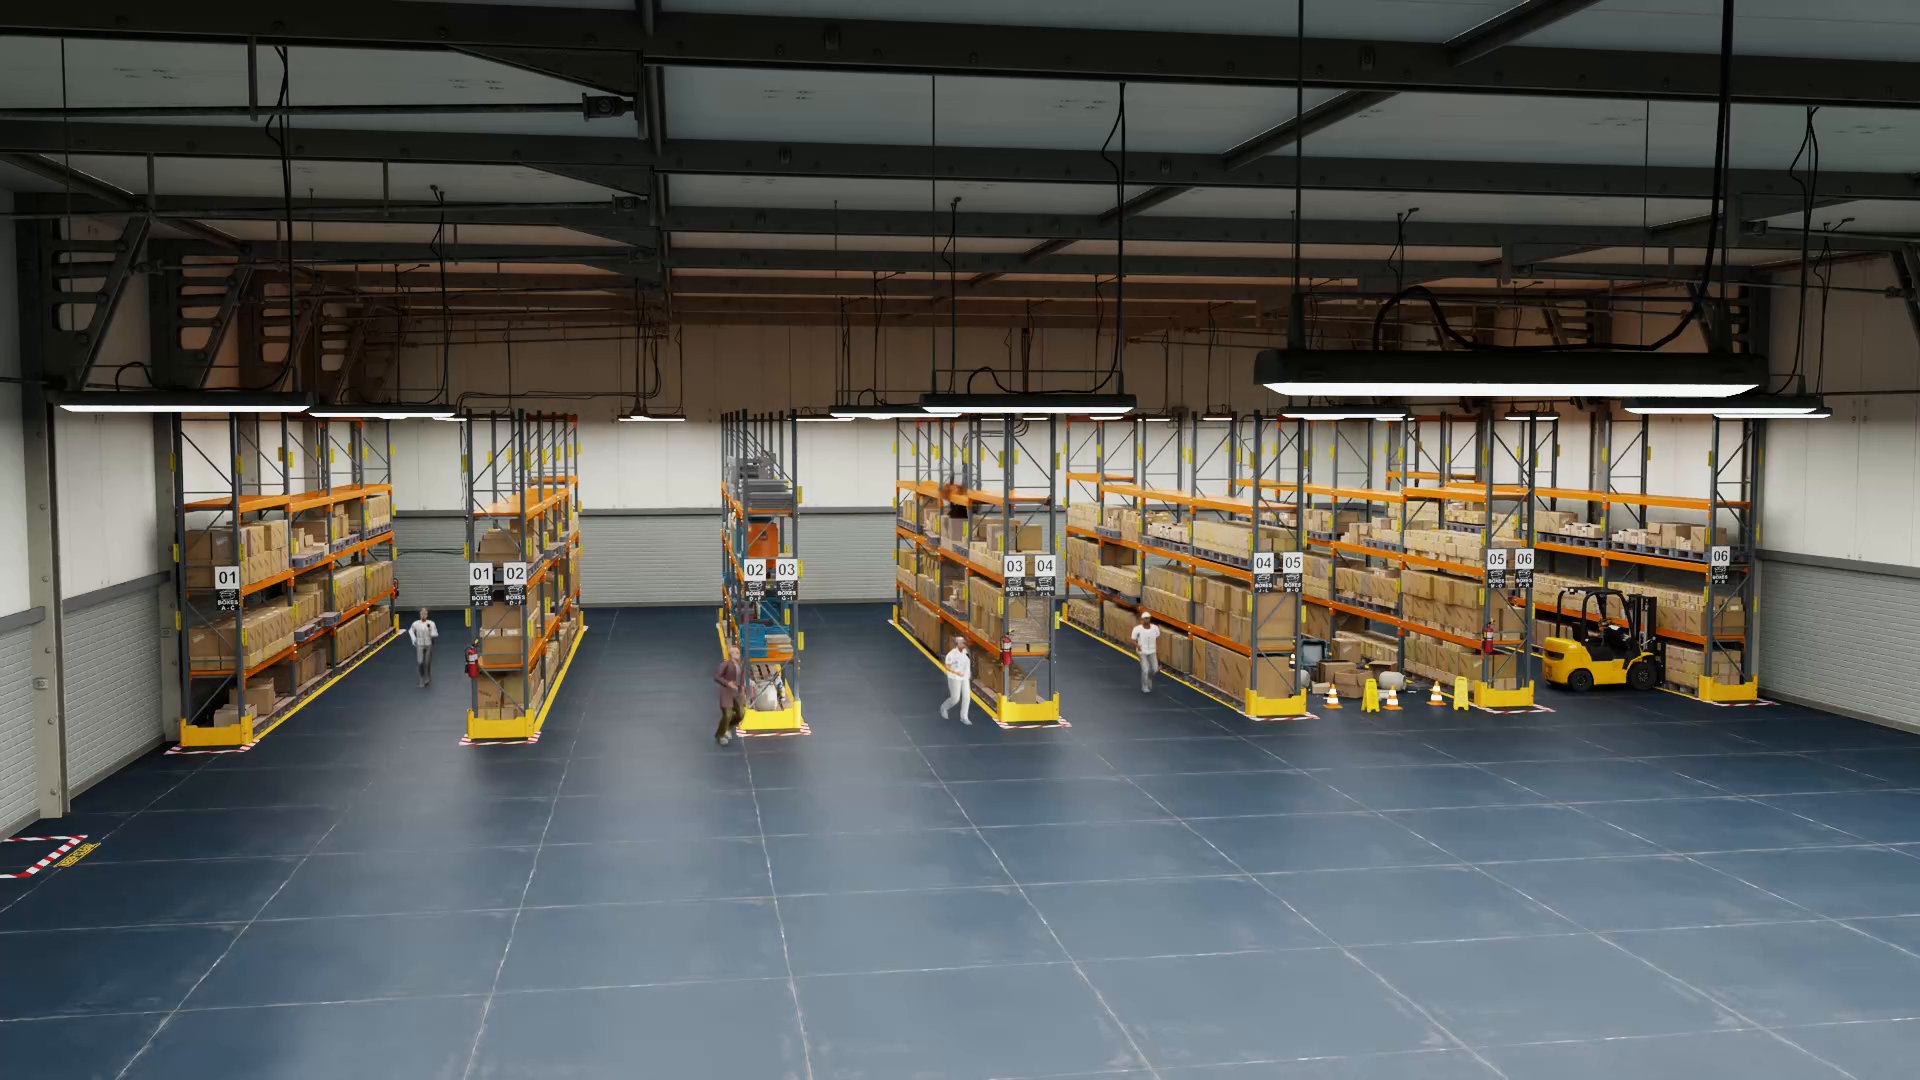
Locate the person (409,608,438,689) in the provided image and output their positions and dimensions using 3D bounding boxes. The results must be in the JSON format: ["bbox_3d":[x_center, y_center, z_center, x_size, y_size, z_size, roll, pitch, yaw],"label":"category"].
[{"bbox_3d":[-11.707,2.344,36.308,0.580,1.747,0.718,-1,4,-19],"label":"person"}]

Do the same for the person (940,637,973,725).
[{"bbox_3d":[-0.052,2.683,31.904,0.607,1.675,0.763,-3,5,-39],"label":"person"}]

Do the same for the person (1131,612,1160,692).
[{"bbox_3d":[3.981,2.391,35.331,0.674,1.721,0.569,-1,4,-10],"label":"person"}]

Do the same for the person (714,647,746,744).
[{"bbox_3d":[-4.073,2.785,29.939,0.605,1.704,0.713,4,6,45],"label":"person"}]
